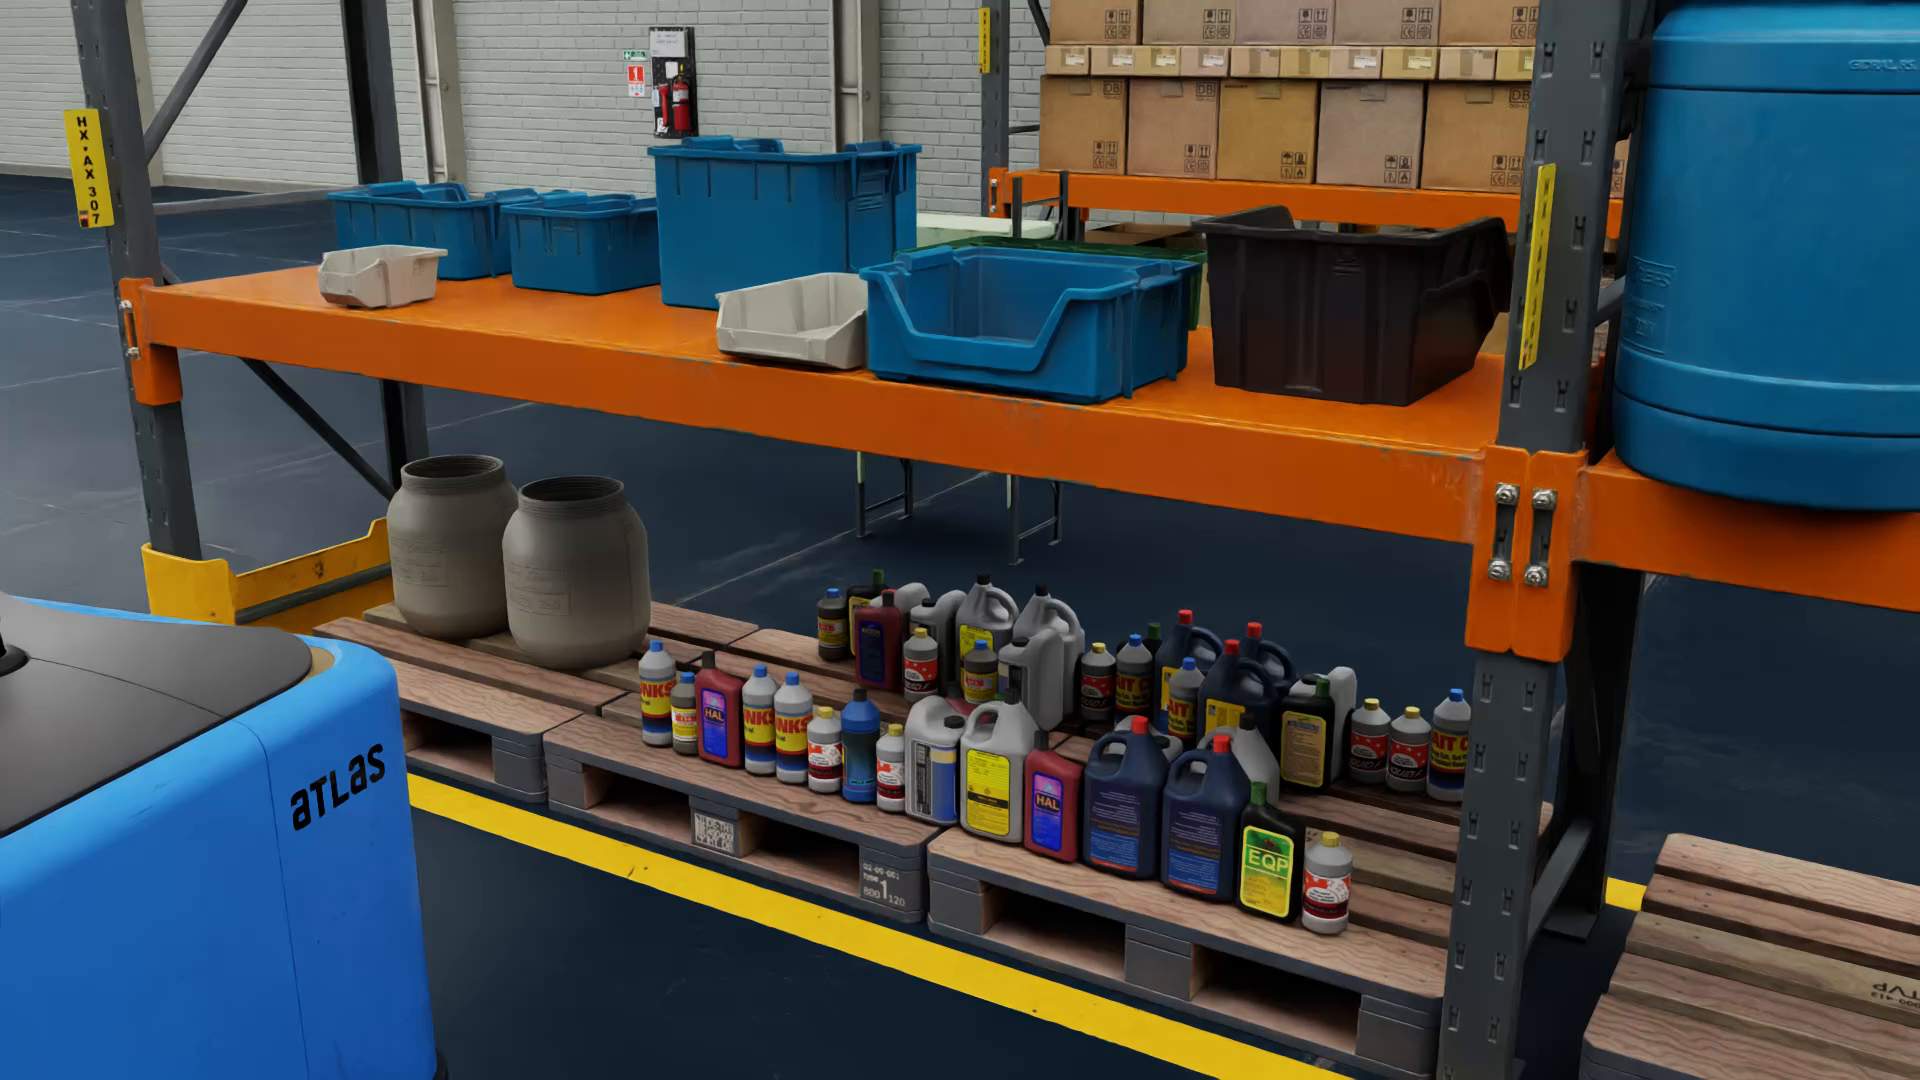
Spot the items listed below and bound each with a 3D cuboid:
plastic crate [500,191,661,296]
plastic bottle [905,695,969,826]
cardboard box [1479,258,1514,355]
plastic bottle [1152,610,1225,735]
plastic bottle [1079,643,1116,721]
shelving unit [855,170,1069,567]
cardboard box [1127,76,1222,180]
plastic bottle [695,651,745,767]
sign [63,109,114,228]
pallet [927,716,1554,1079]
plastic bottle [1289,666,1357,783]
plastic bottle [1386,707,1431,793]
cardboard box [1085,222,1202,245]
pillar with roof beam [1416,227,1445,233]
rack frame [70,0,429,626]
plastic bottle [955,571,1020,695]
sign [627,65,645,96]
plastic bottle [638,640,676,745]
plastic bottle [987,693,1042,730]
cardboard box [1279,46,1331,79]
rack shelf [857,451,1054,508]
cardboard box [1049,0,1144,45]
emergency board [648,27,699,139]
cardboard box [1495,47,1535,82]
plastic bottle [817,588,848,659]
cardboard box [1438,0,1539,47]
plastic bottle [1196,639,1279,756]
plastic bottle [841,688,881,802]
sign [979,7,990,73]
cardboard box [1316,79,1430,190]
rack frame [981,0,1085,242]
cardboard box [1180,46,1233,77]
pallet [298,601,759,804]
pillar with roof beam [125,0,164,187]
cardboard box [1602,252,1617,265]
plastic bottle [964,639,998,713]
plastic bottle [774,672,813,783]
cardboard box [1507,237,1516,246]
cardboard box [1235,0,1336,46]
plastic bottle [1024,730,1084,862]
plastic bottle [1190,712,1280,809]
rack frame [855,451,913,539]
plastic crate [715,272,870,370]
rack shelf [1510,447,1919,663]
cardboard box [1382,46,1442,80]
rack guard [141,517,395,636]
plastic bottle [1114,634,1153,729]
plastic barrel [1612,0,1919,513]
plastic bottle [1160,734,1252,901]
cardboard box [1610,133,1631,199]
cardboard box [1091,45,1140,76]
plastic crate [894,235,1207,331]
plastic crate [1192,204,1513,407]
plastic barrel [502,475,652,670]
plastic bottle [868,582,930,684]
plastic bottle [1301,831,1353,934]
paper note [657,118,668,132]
[{"bbox_3d":[-1.039,-0.881,4.875,0.408,0.251,0.499,10,20,30],"label":"plastic crate"},{"bbox_3d":[-0.038,0.516,3.949,0.135,0.276,0.152,11,20,31],"label":"plastic bottle"},{"bbox_3d":[2.474,-1.086,8.015,0.500,0.500,0.500,10,20,30],"label":"cardboard box"},{"bbox_3d":[0.605,0.357,4.346,0.185,0.351,0.144,9,19,28],"label":"plastic bottle"},{"bbox_3d":[0.376,0.380,4.528,0.097,0.201,0.097,0,17,0],"label":"plastic bottle"},{"bbox_3d":[-0.006,-0.719,6.667,0.755,1.500,0.431,10,20,30],"label":"shelving unit"},{"bbox_3d":[1.264,-2.175,8.709,0.500,0.500,0.700,11,20,31],"label":"cardboard box"},{"bbox_3d":[-0.607,0.427,4.231,0.133,0.283,0.061,10,20,31],"label":"plastic bottle"},{"bbox_3d":[-2.464,-1.051,4.704,0.005,0.325,0.100,10,20,30],"label":"sign"},{"bbox_3d":[0.686,0.776,3.963,1.213,0.211,1.003,10,20,30],"label":"pallet"},{"bbox_3d":[0.904,0.448,4.176,0.135,0.276,0.152,11,20,32],"label":"plastic bottle"},{"bbox_3d":[1.108,0.510,4.098,0.097,0.201,0.097,0,17,0],"label":"plastic bottle"},{"bbox_3d":[1.036,-1.517,9.431,0.500,0.500,0.500,10,20,30],"label":"cardboard box"},{"bbox_3d":[1.809,-5.420,9.241,0.400,9.000,9.100,10,20,30],"label":"pillar with roof beam"},{"bbox_3d":[-2.172,-1.054,5.190,0.127,3.000,1.000,10,20,30],"label":"rack frame"},{"bbox_3d":[0.084,0.264,4.652,0.185,0.351,0.144,11,20,32],"label":"plastic bottle"},{"bbox_3d":[-3.554,-5.040,18.252,0.234,0.329,0.001,10,20,30],"label":"sign"},{"bbox_3d":[-0.790,0.394,4.361,0.097,0.271,0.097,0,17,0],"label":"plastic bottle"},{"bbox_3d":[0.130,0.509,3.960,0.133,0.283,0.061,10,20,30],"label":"plastic bottle"},{"bbox_3d":[1.744,-2.330,8.103,0.250,0.149,0.380,10,19,29],"label":"cardboard box"},{"bbox_3d":[-0.006,-0.407,6.761,0.720,0.370,0.431,10,20,30],"label":"rack shelf"},{"bbox_3d":[0.860,-2.867,8.753,0.500,0.500,0.700,10,20,30],"label":"cardboard box"},{"bbox_3d":[-3.137,-4.913,17.896,0.643,1.169,0.194,10,20,30],"label":"emergency board"},{"bbox_3d":[2.622,-2.174,7.588,0.250,0.149,0.380,10,20,30],"label":"cardboard box"},{"bbox_3d":[-0.378,0.245,4.971,0.097,0.201,0.097,0,17,0],"label":"plastic bottle"},{"bbox_3d":[2.593,-2.559,7.741,0.500,0.500,0.700,10,20,30],"label":"cardboard box"},{"bbox_3d":[0.690,0.421,4.133,0.185,0.351,0.144,10,20,30],"label":"plastic bottle"},{"bbox_3d":[-0.240,0.492,4.038,0.097,0.271,0.097,0,17,0],"label":"plastic bottle"},{"bbox_3d":[0.128,-2.596,8.640,0.005,0.325,0.100,10,20,30],"label":"sign"},{"bbox_3d":[2.135,-2.019,8.195,0.500,0.500,0.700,11,20,32],"label":"cardboard box"},{"bbox_3d":[0.423,-2.280,9.227,0.127,3.000,1.000,10,20,30],"label":"rack frame"},{"bbox_3d":[1.297,-2.409,8.362,0.250,0.149,0.380,10,19,29],"label":"cardboard box"},{"bbox_3d":[-1.393,0.405,5.185,1.213,0.211,1.003,10,20,30],"label":"pallet"},{"bbox_3d":[-13.529,-8.158,18.254,0.400,9.000,9.100,10,20,30],"label":"pillar with roof beam"},{"bbox_3d":[3.170,-1.138,8.185,0.500,0.500,0.500,10,20,30],"label":"cardboard box"},{"bbox_3d":[0.058,0.372,4.553,0.097,0.201,0.097,0,17,0],"label":"plastic bottle"},{"bbox_3d":[-0.413,0.461,4.139,0.097,0.271,0.097,0,17,0],"label":"plastic bottle"},{"bbox_3d":[4.041,-2.217,12.889,0.500,0.311,0.500,12,21,35],"label":"cardboard box"},{"bbox_3d":[1.741,-2.712,8.243,0.500,0.500,0.700,10,20,30],"label":"cardboard box"},{"bbox_3d":[0.213,0.573,3.749,0.133,0.283,0.061,12,20,34],"label":"plastic bottle"},{"bbox_3d":[0.612,0.549,3.713,0.185,0.351,0.144,10,20,30],"label":"plastic bottle"},{"bbox_3d":[-0.318,-0.774,6.850,0.023,1.500,0.400,10,20,30],"label":"rack frame"},{"bbox_3d":[-0.280,-0.504,3.832,0.437,0.136,0.530,10,20,30],"label":"plastic crate"},{"bbox_3d":[2.941,0.203,2.290,4.000,0.370,1.077,10,20,30],"label":"rack shelf"},{"bbox_3d":[2.179,-2.252,7.844,0.250,0.149,0.380,11,20,32],"label":"cardboard box"},{"bbox_3d":[-2.083,0.142,5.554,0.348,0.500,1.175,10,20,30],"label":"rack guard"},{"bbox_3d":[0.460,0.382,4.400,0.097,0.271,0.097,0,17,0],"label":"plastic bottle"},{"bbox_3d":[1.407,-0.552,2.674,0.708,0.901,0.600,10,20,30],"label":"plastic barrel"},{"bbox_3d":[0.537,0.585,3.596,0.185,0.351,0.144,10,19,29],"label":"plastic bottle"},{"bbox_3d":[2.998,-1.864,7.686,0.500,0.500,0.700,10,20,29],"label":"cardboard box"},{"bbox_3d":[0.871,-2.486,8.616,0.250,0.149,0.380,10,19,29],"label":"cardboard box"},{"bbox_3d":[0.227,-0.621,4.128,0.662,0.188,0.450,10,20,30],"label":"plastic crate"},{"bbox_3d":[0.857,-0.527,3.562,0.504,0.338,0.767,10,20,30],"label":"plastic crate"},{"bbox_3d":[-1.144,0.093,4.973,0.421,0.512,0.421,0,17,0],"label":"plastic barrel"},{"bbox_3d":[-0.177,0.255,4.812,0.135,0.276,0.152,10,20,30],"label":"plastic bottle"},{"bbox_3d":[0.764,0.705,3.458,0.097,0.201,0.097,0,17,0],"label":"plastic bottle"},{"bbox_3d":[-3.251,-4.536,18.169,0.142,0.148,0.016,10,20,30],"label":"paper note"}]
